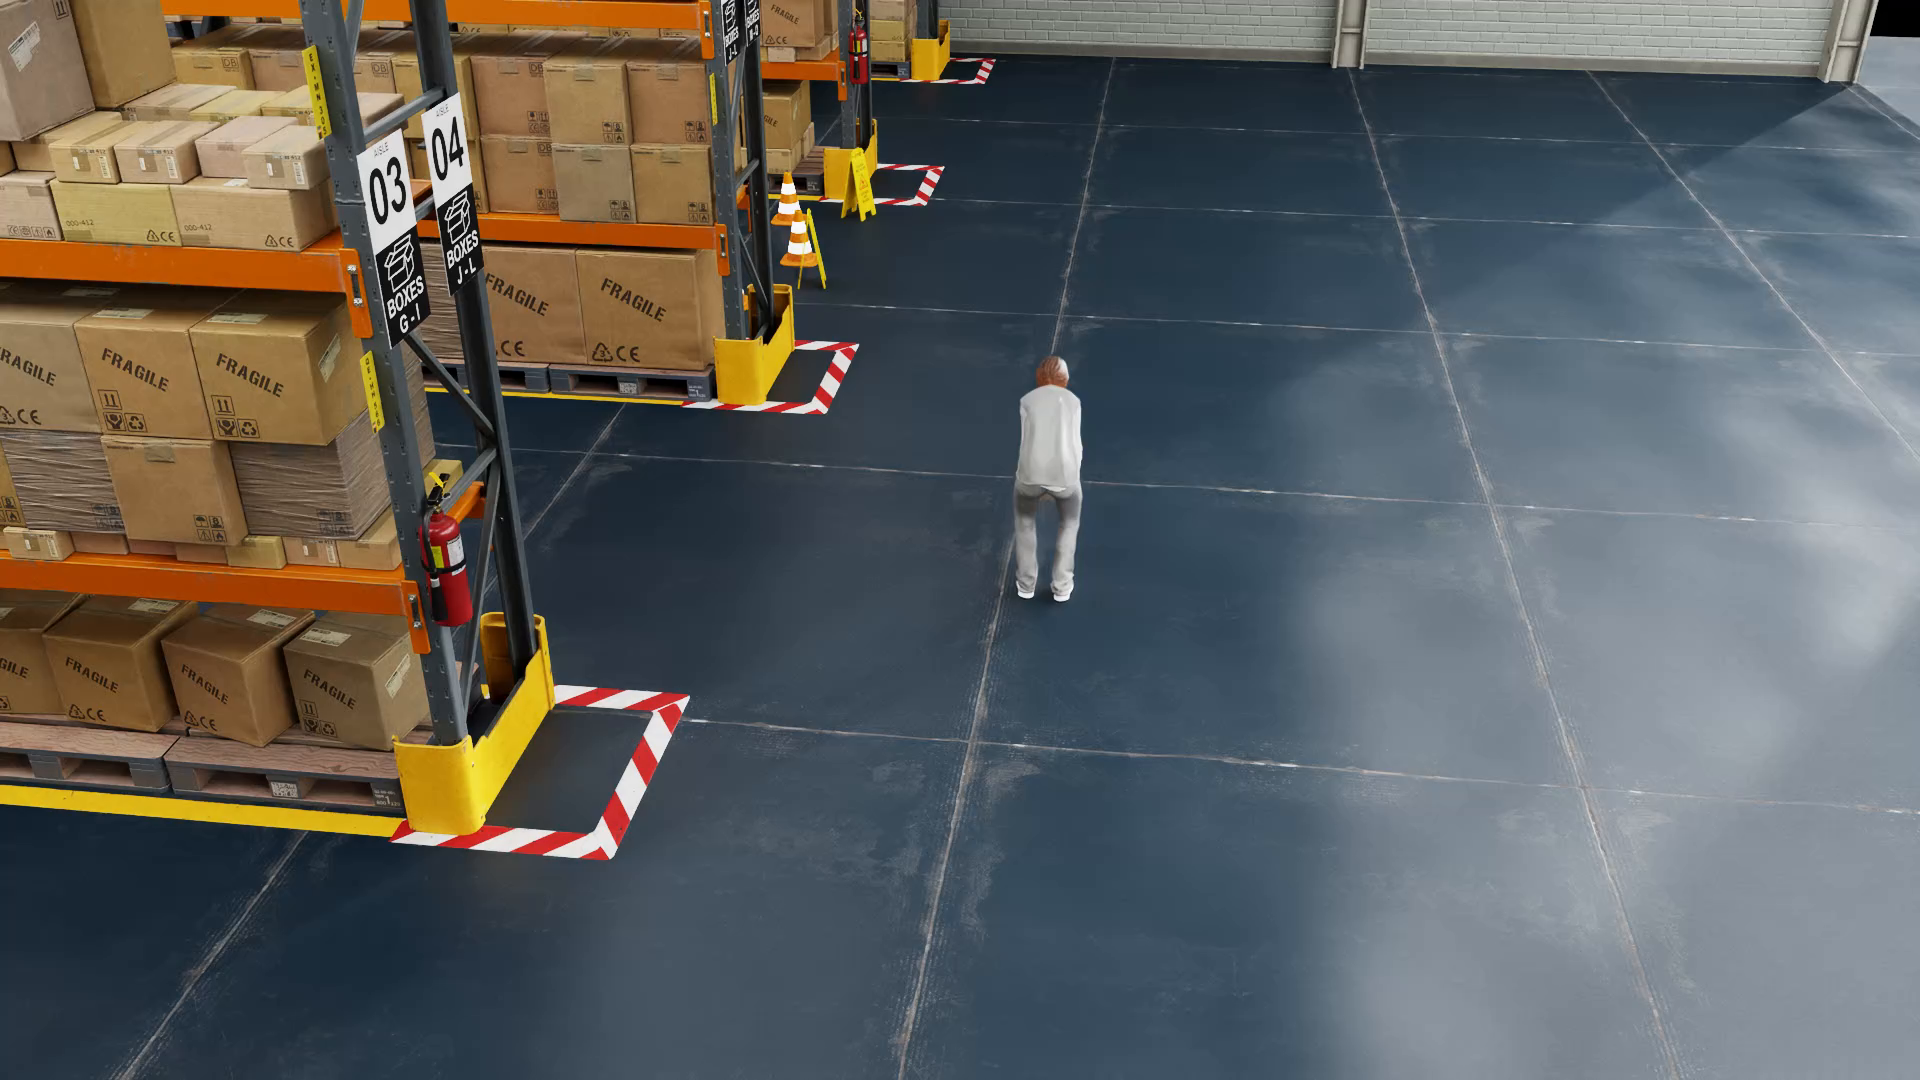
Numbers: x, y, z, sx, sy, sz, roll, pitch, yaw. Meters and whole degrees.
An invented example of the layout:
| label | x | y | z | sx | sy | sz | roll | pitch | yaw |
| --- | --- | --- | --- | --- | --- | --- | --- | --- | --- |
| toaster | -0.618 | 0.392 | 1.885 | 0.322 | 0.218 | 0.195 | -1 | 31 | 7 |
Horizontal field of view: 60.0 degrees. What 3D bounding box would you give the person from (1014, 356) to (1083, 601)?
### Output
| label | x | y | z | sx | sy | sz | roll | pitch | yaw |
| --- | --- | --- | --- | --- | --- | --- | --- | --- | --- |
| person | 0.515 | -0.344 | 9.580 | 0.385 | 1.293 | 0.780 | 3 | 29 | 5 |
